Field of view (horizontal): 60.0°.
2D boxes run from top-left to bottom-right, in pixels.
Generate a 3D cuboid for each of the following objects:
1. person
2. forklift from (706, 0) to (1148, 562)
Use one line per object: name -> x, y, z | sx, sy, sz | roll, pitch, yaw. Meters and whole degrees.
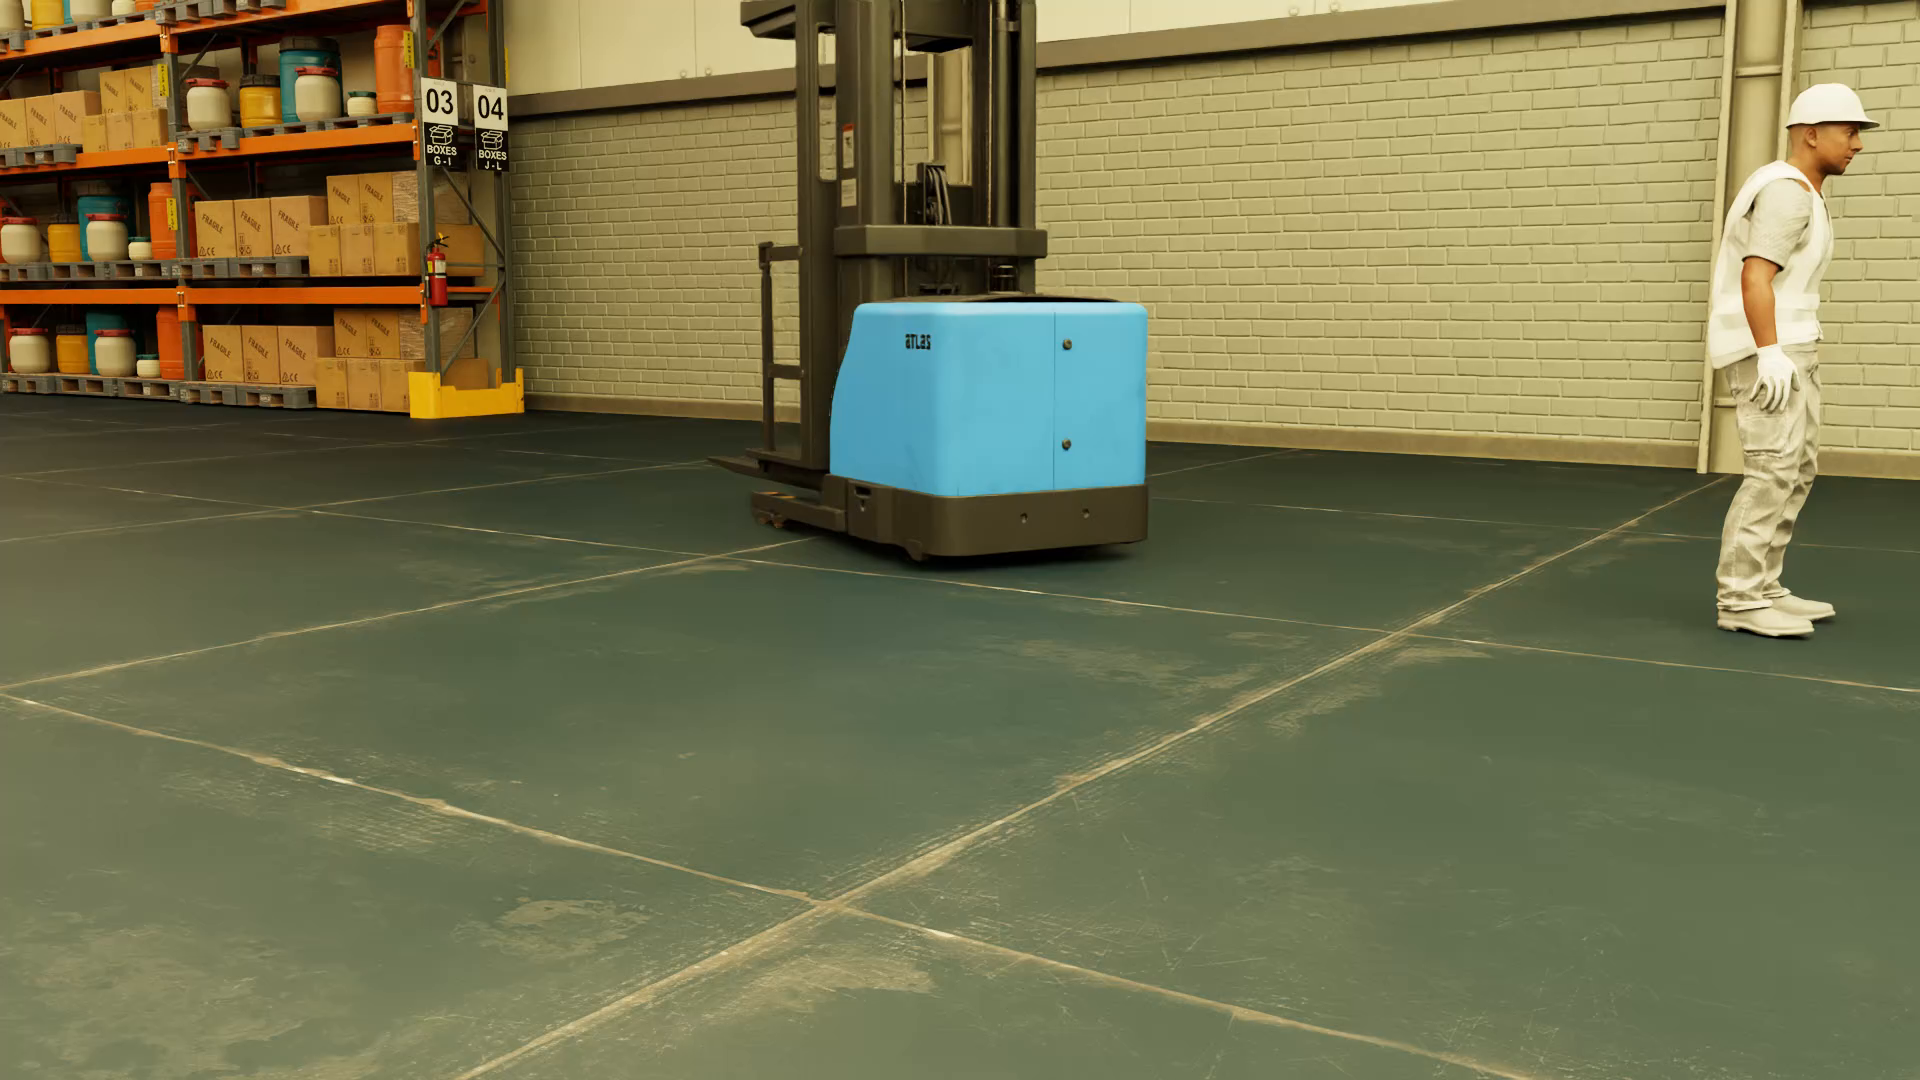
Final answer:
person -> 2.725, -0.594, 5.498 | 0.453, 1.772, 0.616 | 6, 10, 35
forklift -> -0.367, -1.530, 7.949 | 1.130, 2.935, 3.031 | -5, 9, -30
